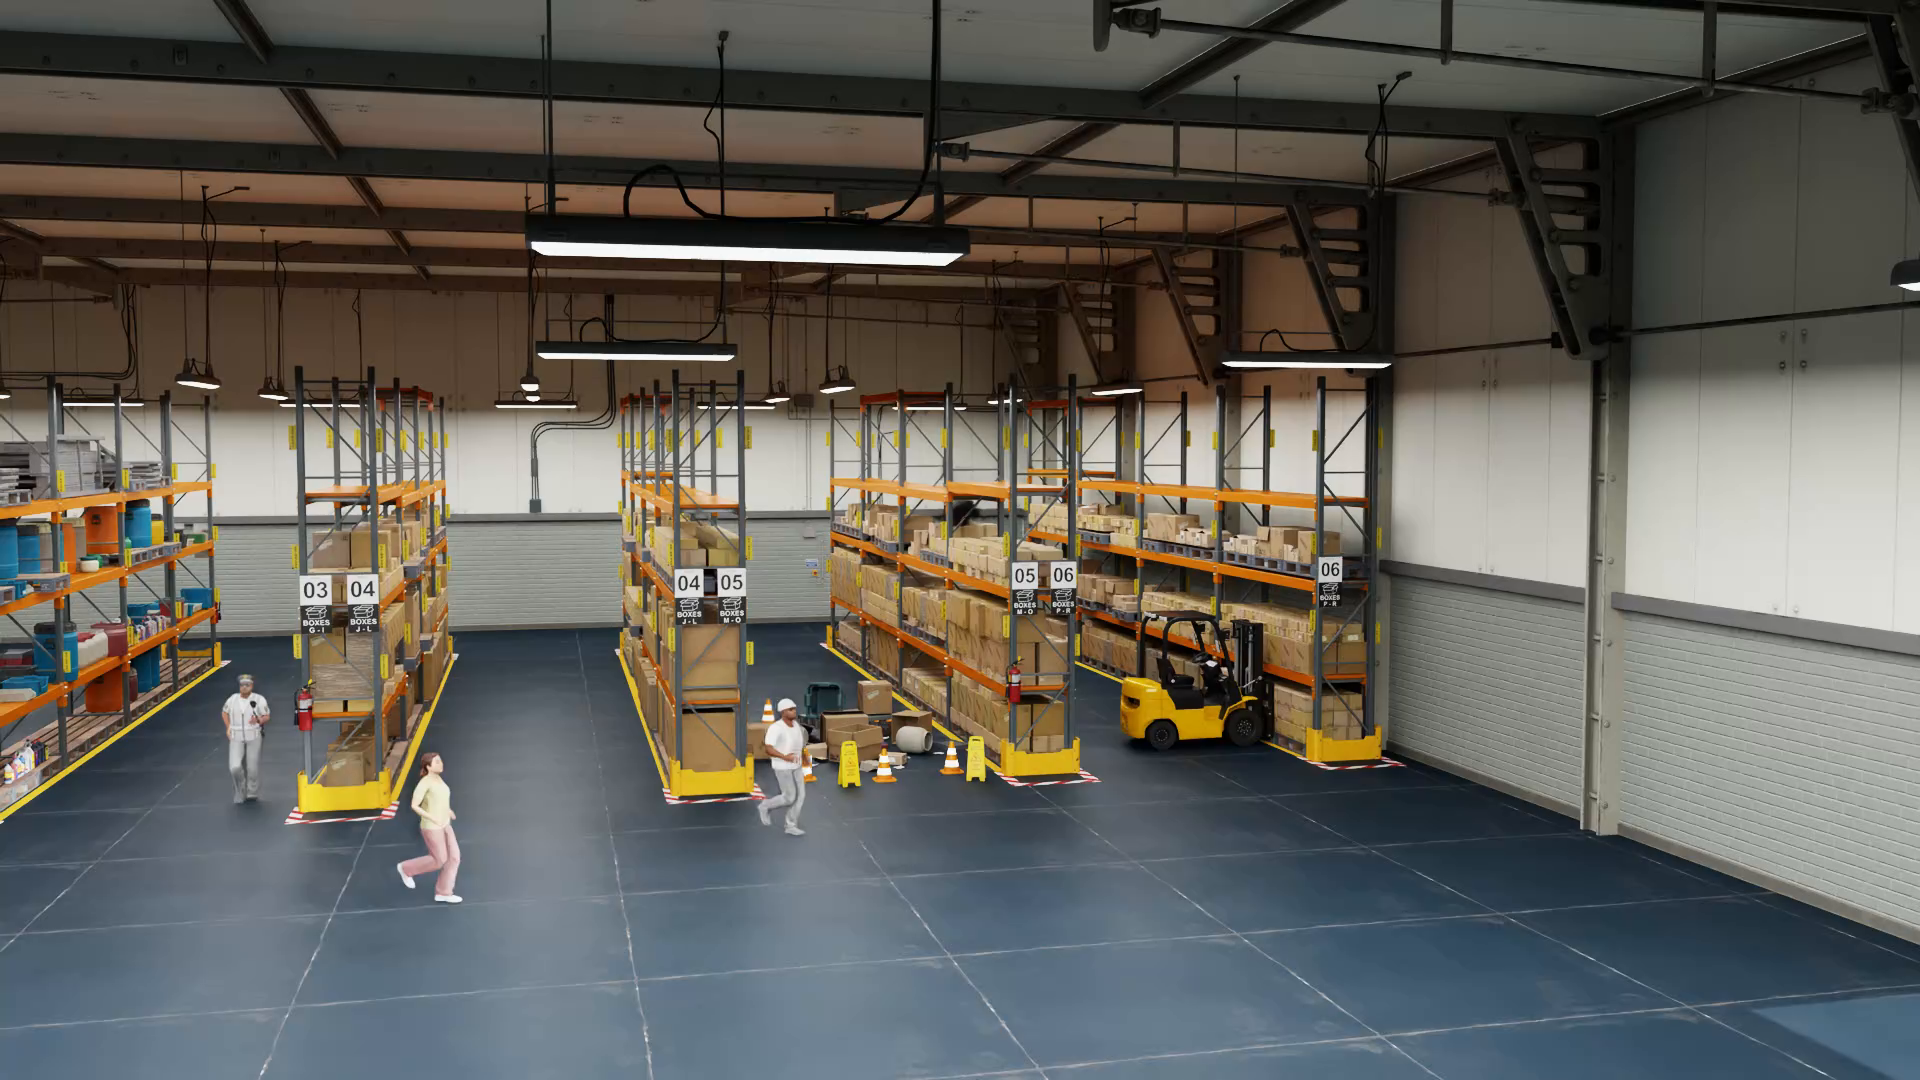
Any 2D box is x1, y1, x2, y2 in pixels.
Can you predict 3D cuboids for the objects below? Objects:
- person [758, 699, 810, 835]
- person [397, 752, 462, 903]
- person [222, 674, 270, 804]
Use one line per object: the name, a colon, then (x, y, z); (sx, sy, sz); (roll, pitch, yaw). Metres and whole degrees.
person: (-2.232, 2.875, 21.157); (0.678, 1.727, 0.698); (2, 4, 29)
person: (-5.747, 3.114, 18.065); (0.715, 1.639, 0.585); (1, 3, 11)
person: (-9.880, 2.762, 22.982); (0.641, 1.809, 0.680); (-1, 4, -16)
